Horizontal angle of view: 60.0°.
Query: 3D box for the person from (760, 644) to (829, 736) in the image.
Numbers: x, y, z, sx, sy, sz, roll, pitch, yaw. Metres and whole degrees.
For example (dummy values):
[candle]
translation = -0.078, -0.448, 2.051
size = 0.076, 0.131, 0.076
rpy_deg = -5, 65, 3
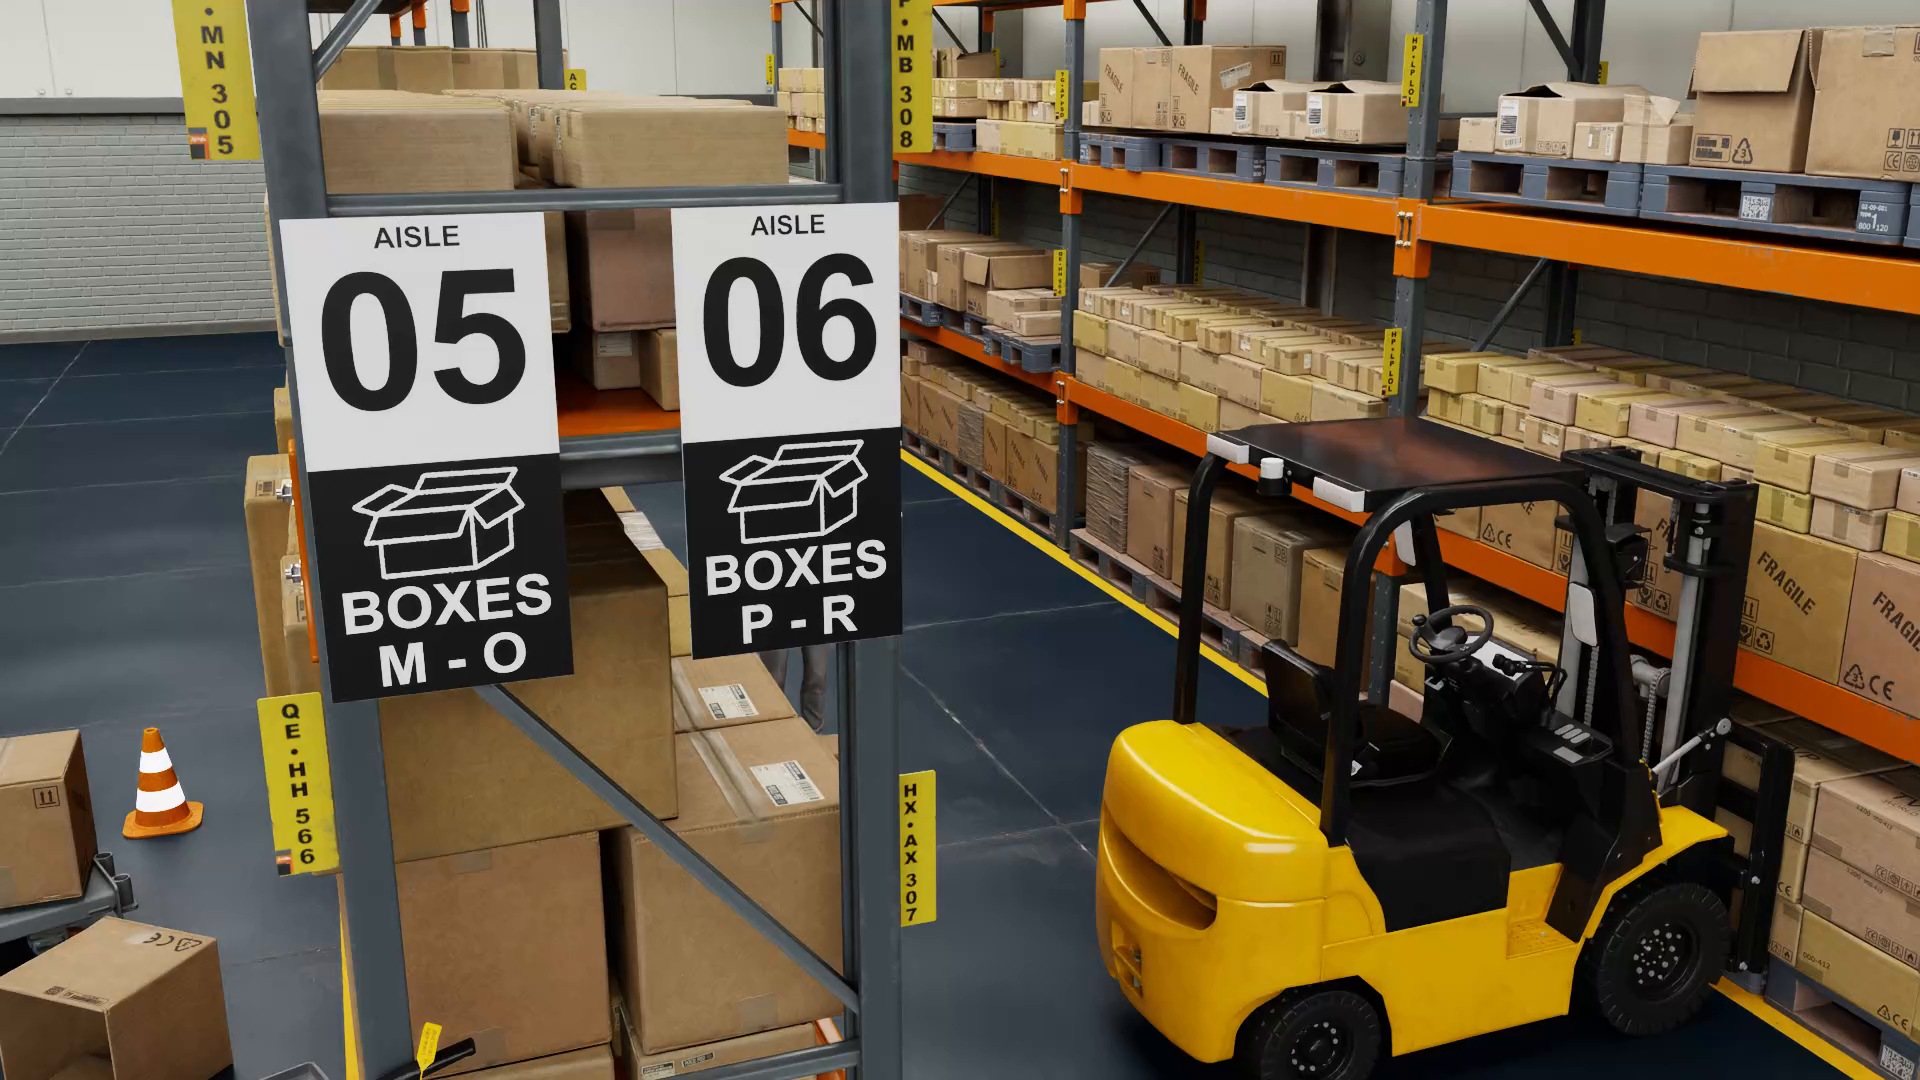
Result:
[person]
translation = -0.824, 0.328, 8.371
size = 0.468, 1.663, 0.329
rpy_deg = -6, 17, -19
